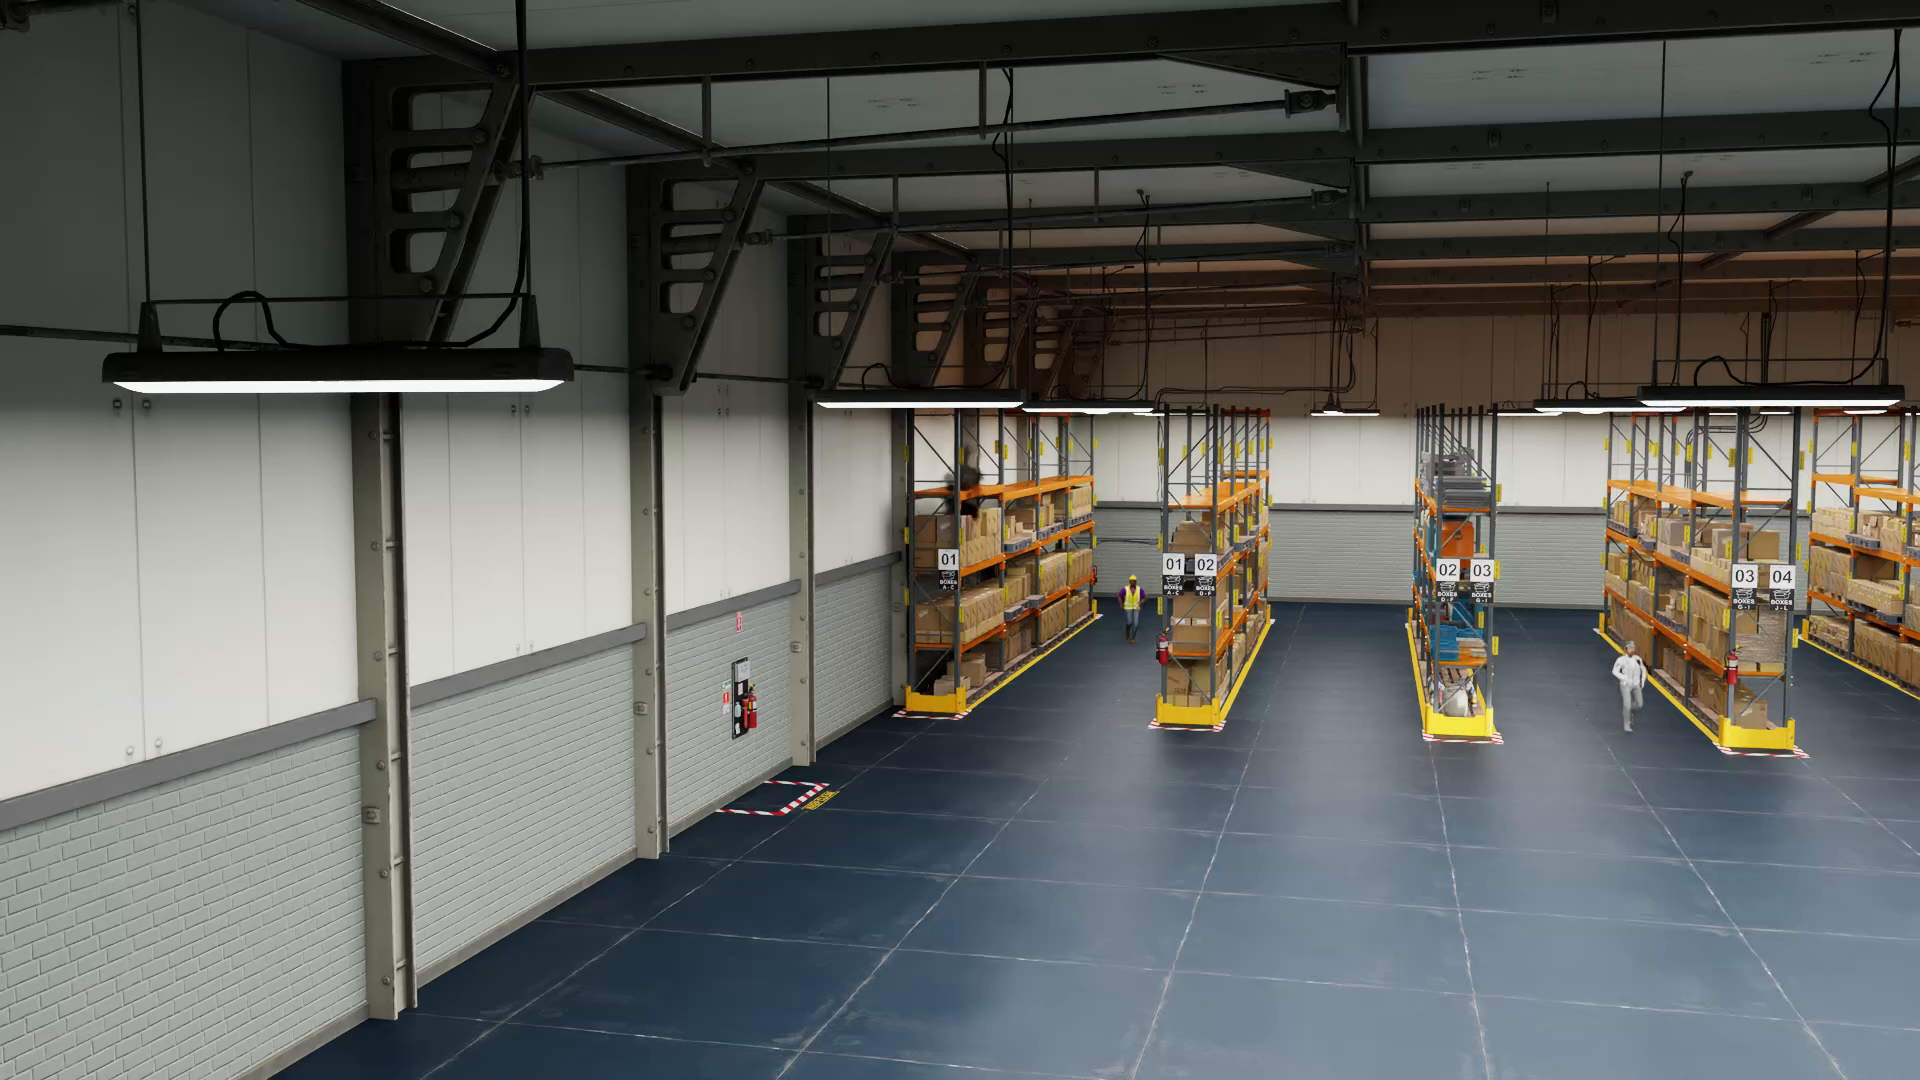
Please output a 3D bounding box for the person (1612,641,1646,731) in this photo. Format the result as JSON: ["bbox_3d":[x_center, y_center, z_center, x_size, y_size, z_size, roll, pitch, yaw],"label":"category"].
[{"bbox_3d":[12.324,2.672,30.558,0.658,1.664,0.561,0,4,-1],"label":"person"}]

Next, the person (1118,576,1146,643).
[{"bbox_3d":[4.399,1.773,42.424,0.698,1.718,0.575,0,4,-1],"label":"person"}]
